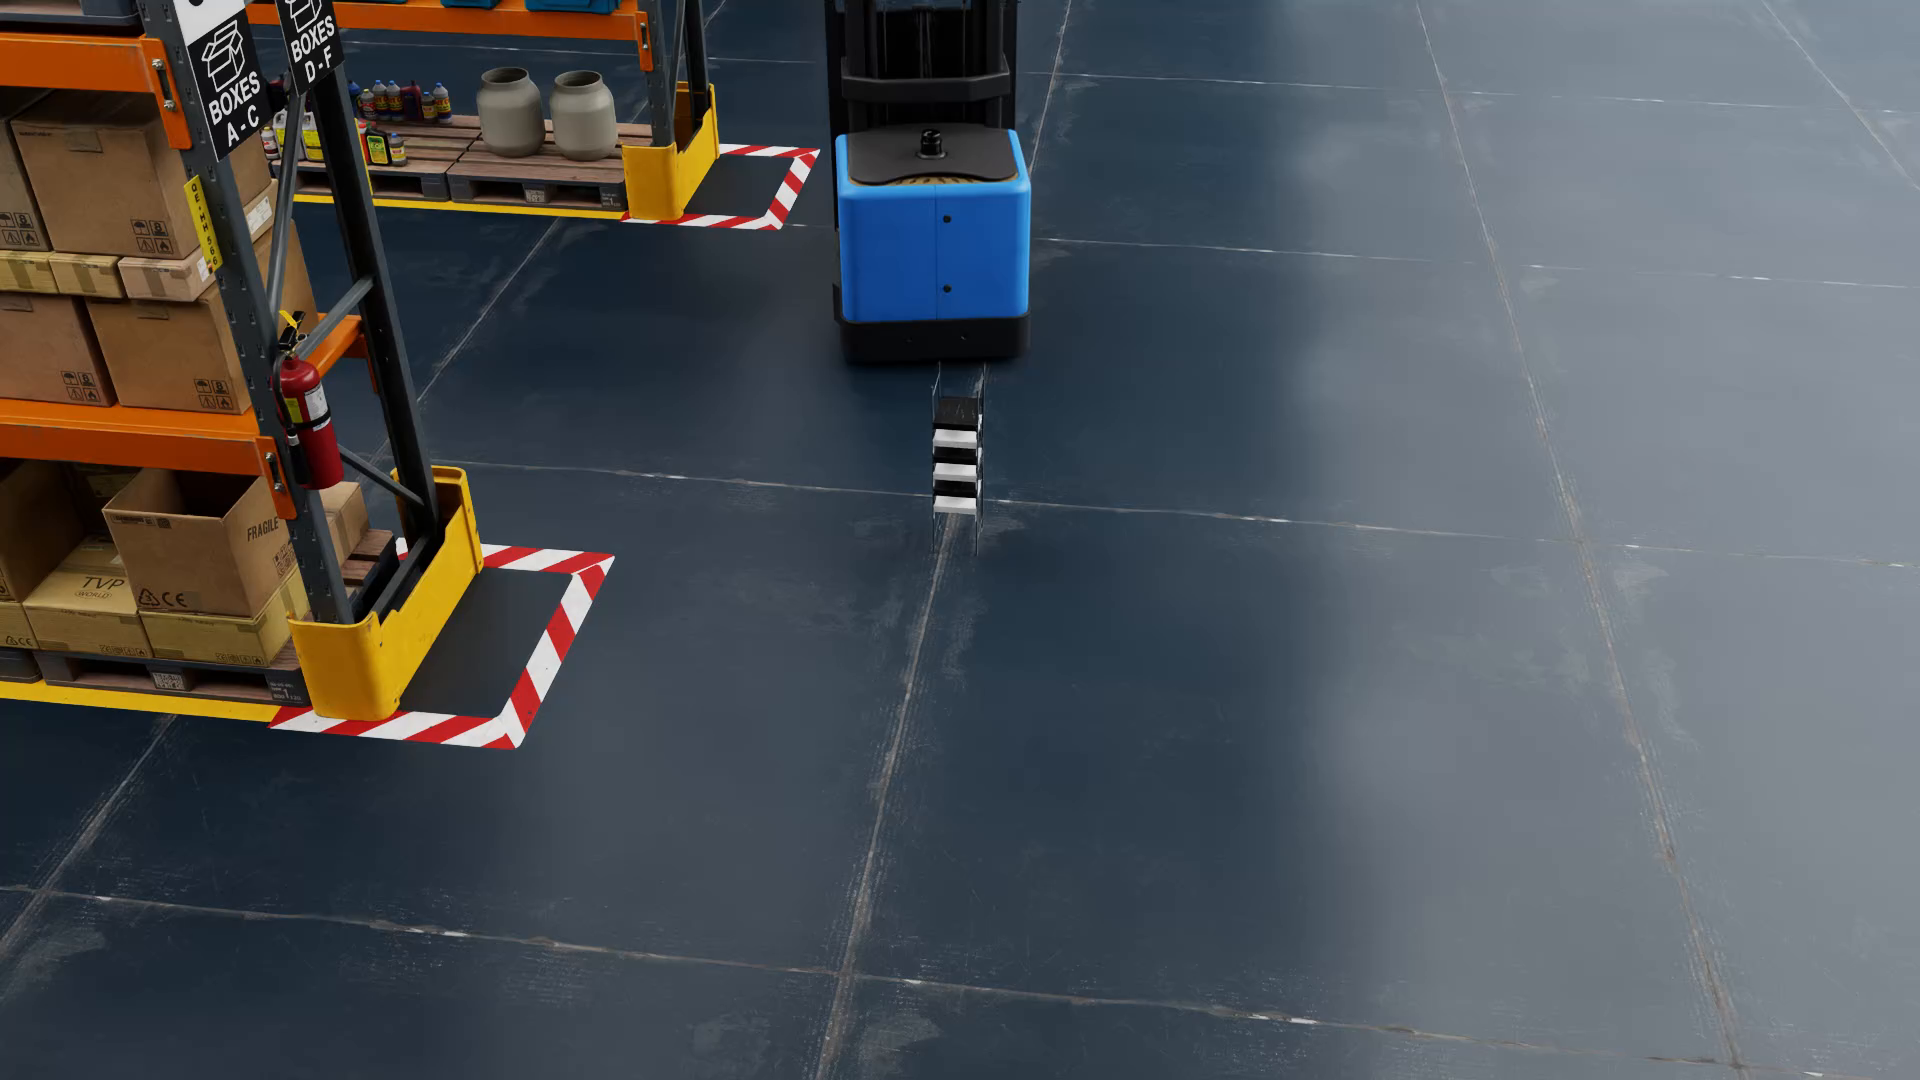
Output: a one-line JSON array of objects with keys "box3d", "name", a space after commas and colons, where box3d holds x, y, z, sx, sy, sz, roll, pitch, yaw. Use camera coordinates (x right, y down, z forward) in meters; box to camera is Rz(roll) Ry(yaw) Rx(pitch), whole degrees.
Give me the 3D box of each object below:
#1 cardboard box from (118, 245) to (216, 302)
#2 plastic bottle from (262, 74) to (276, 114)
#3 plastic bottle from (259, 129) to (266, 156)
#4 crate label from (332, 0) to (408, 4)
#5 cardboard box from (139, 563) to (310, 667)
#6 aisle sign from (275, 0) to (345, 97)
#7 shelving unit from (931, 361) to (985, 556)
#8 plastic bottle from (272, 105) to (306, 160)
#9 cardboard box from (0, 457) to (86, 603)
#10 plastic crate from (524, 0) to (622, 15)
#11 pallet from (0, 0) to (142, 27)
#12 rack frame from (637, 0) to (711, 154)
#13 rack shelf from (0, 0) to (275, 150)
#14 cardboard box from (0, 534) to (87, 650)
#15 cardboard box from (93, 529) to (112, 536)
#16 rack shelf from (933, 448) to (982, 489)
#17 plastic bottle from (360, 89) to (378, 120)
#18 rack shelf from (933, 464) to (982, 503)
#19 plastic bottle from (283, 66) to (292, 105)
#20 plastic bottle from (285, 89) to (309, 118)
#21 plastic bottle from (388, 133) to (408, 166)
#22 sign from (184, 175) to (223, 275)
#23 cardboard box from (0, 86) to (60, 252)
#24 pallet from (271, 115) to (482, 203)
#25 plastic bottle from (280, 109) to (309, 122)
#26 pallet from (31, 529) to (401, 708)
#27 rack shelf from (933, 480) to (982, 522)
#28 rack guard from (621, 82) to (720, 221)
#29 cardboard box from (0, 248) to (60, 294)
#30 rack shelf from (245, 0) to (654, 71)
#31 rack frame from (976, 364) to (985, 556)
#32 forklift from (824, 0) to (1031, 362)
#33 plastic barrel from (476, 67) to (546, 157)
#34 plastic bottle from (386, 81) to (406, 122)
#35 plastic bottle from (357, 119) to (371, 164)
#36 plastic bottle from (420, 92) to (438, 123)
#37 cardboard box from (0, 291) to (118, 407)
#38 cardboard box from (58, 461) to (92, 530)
[{"box3d": [-2.891, -1.038, 6.166, 0.250, 0.149, 0.380, 4, 36, 5], "name": "cardboard box"}, {"box3d": [-4.955, -3.170, 11.699, 0.185, 0.351, 0.144, 3, 36, 4], "name": "plastic bottle"}, {"box3d": [-4.727, -2.689, 11.083, 0.133, 0.283, 0.061, 6, 36, 8], "name": "plastic bottle"}, {"box3d": [-3.713, -3.664, 10.458, 0.616, 0.435, 0.502, 4, 36, 6], "name": "crate label"}, {"box3d": [-3.057, 0.264, 6.991, 0.500, 0.250, 0.500, 4, 36, 6], "name": "cardboard box"}, {"box3d": [-2.383, -2.045, 5.983, 0.004, 0.787, 0.394, 4, 36, 6], "name": "aisle sign"}, {"box3d": [-0.008, -0.367, 7.677, 0.210, 0.900, 0.258, 4, 36, 6], "name": "shelving unit"}, {"box3d": [-4.464, -2.721, 11.070, 0.185, 0.351, 0.144, 4, 36, 6], "name": "plastic bottle"}, {"box3d": [-4.051, -0.106, 6.864, 0.500, 0.500, 0.500, 4, 36, 6], "name": "cardboard box"}, {"box3d": [-2.387, -3.473, 10.350, 0.616, 0.251, 0.499, 4, 36, 6], "name": "plastic crate"}, {"box3d": [-3.186, -2.067, 5.746, 1.213, 0.211, 1.003, 4, 36, 6], "name": "pallet"}, {"box3d": [-1.853, -3.669, 10.496, 0.127, 3.000, 1.000, 4, 36, 6], "name": "rack frame"}, {"box3d": [-4.471, -1.891, 6.043, 4.000, 0.370, 1.077, 4, 36, 6], "name": "rack shelf"}, {"box3d": [-4.051, 0.198, 7.084, 0.500, 0.250, 0.500, 4, 36, 6], "name": "cardboard box"}, {"box3d": [-3.488, -0.070, 7.458, 0.500, 0.250, 0.500, 4, 36, 6], "name": "cardboard box"}, {"box3d": [-0.008, -0.340, 7.697, 0.200, 0.077, 0.258, 4, 36, 6], "name": "rack shelf"}, {"box3d": [-4.149, -3.063, 11.677, 0.097, 0.201, 0.097, 0, 36, 0], "name": "plastic bottle"}, {"box3d": [-0.008, -0.267, 7.749, 0.200, 0.077, 0.258, 4, 36, 6], "name": "rack shelf"}, {"box3d": [-4.634, -3.146, 11.665, 0.185, 0.351, 0.144, 4, 36, 6], "name": "plastic bottle"}, {"box3d": [-4.622, -3.058, 11.599, 0.133, 0.283, 0.061, 4, 36, 6], "name": "plastic bottle"}, {"box3d": [-3.730, -2.592, 11.018, 0.097, 0.201, 0.097, 0, 36, 0], "name": "plastic bottle"}, {"box3d": [-2.570, -1.071, 5.656, 0.005, 0.325, 0.100, 4, 36, 6], "name": "sign"}, {"box3d": [-3.524, -1.465, 6.206, 0.500, 0.500, 0.700, 3, 36, 5], "name": "cardboard box"}, {"box3d": [-3.946, -2.667, 11.493, 1.213, 0.211, 1.003, 4, 36, 6], "name": "pallet"}, {"box3d": [-4.470, -2.778, 11.214, 0.135, 0.276, 0.152, 4, 36, 6], "name": "plastic bottle"}, {"box3d": [-3.251, 0.287, 7.353, 1.213, 0.211, 1.003, 4, 36, 6], "name": "pallet"}, {"box3d": [-0.008, -0.193, 7.801, 0.200, 0.077, 0.258, 4, 36, 6], "name": "rack shelf"}, {"box3d": [-1.934, -2.630, 11.192, 0.348, 0.500, 1.175, 4, 36, 6], "name": "rack guard"}, {"box3d": [-3.404, -1.076, 6.218, 0.250, 0.149, 0.380, 4, 36, 5], "name": "cardboard box"}, {"box3d": [-3.837, -3.524, 10.913, 4.000, 0.370, 1.077, 4, 36, 6], "name": "rack shelf"}, {"box3d": [0.093, -0.359, 7.667, 0.006, 0.900, 0.240, 4, 36, 6], "name": "rack frame"}, {"box3d": [-0.239, -3.016, 9.641, 1.130, 2.935, 3.031, -3, 36, -4], "name": "forklift"}, {"box3d": [-3.013, -2.869, 11.155, 0.421, 0.512, 0.421, 0, 36, 0], "name": "plastic barrel"}, {"box3d": [-3.952, -3.076, 11.636, 0.097, 0.271, 0.097, 0, 36, 0], "name": "plastic bottle"}, {"box3d": [-3.977, -2.657, 11.044, 0.135, 0.276, 0.152, 5, 36, 6], "name": "plastic bottle"}, {"box3d": [-3.714, -3.030, 11.632, 0.097, 0.201, 0.097, 0, 36, 0], "name": "plastic bottle"}, {"box3d": [-3.470, -0.934, 6.578, 0.500, 0.500, 0.700, 5, 36, 7], "name": "cardboard box"}, {"box3d": [-3.985, -0.405, 7.284, 0.500, 0.500, 0.500, 4, 36, 6], "name": "cardboard box"}]
